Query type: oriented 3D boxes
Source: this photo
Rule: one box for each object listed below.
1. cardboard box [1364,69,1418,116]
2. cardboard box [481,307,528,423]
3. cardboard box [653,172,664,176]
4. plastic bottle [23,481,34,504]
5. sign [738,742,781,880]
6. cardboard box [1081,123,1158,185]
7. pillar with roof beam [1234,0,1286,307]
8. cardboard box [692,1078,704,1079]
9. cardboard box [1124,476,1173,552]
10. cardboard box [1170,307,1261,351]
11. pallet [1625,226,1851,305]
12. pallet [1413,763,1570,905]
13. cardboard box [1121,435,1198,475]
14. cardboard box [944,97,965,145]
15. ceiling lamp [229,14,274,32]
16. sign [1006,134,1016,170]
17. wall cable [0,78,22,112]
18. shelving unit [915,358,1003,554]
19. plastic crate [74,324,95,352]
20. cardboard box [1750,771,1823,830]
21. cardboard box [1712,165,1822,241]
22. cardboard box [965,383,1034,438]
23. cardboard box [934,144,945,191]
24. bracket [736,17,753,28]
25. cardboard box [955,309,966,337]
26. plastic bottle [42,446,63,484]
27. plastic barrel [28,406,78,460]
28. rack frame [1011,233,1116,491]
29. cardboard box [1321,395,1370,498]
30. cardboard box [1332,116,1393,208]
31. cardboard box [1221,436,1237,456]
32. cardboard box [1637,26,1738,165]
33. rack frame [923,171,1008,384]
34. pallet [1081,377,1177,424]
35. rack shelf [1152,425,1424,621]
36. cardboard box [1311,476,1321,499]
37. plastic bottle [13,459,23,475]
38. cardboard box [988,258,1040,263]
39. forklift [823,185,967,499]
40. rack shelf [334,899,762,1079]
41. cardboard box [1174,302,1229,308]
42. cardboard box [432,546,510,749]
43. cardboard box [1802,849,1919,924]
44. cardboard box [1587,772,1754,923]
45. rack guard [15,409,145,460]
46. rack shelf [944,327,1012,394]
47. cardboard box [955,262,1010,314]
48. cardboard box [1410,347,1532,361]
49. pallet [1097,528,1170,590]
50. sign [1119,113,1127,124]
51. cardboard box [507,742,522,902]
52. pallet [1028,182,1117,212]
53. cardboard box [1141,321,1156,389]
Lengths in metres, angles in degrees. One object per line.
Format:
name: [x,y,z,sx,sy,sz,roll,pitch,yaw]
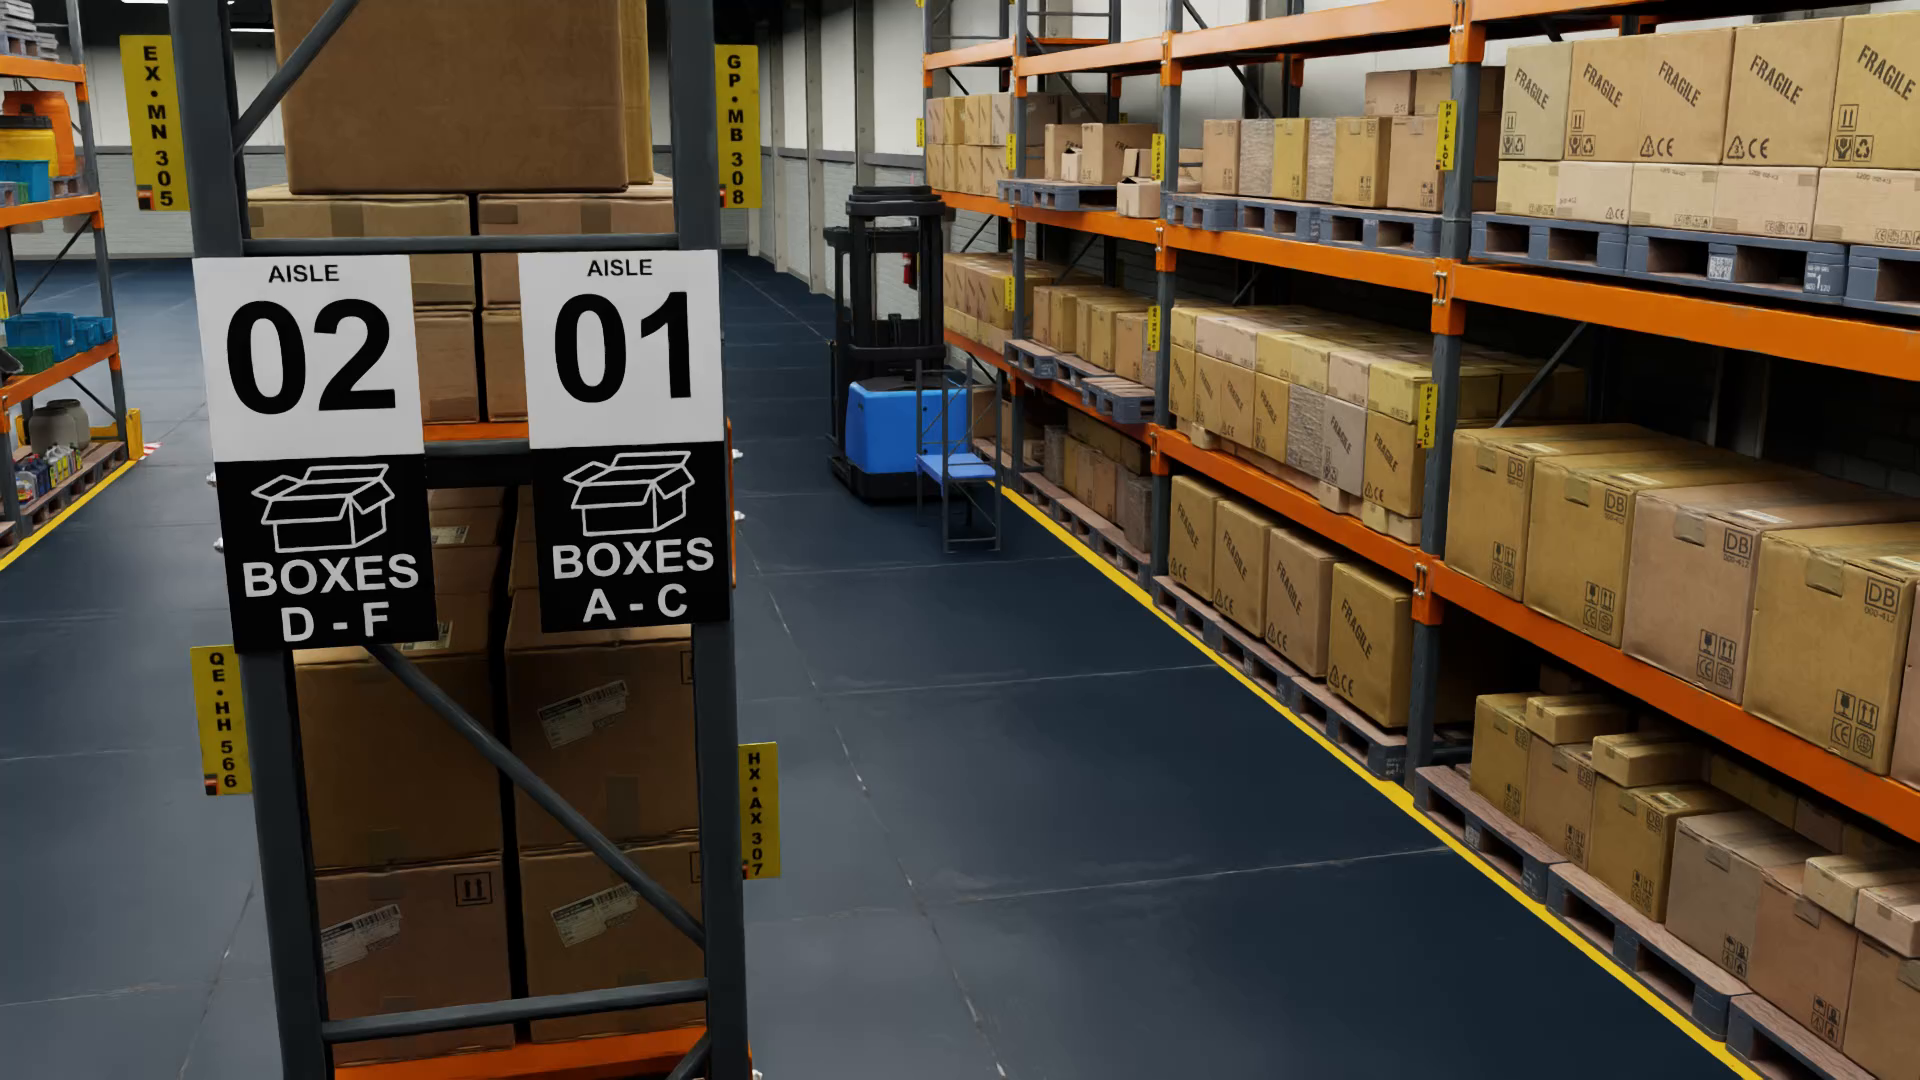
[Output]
cardboard box: [2.664,-2.554,9.524,0.500,0.250,0.500,-4,14,-15]
cardboard box: [-0.861,-0.451,3.949,0.500,0.250,0.500,-3,14,-13]
cardboard box: [-1.203,-1.041,5.308,0.500,0.250,0.500,-3,14,-13]
plastic bottle: [-8.318,-0.426,14.821,0.097,0.201,0.097,0,14,0]
sign: [-0.460,0.615,3.765,0.100,0.325,0.005,-3,14,-13]
cardboard box: [1.349,-3.274,14.092,0.500,0.500,0.500,-4,14,-15]
pillar with roof beam: [-1.701,-4.079,12.162,9.100,9.000,0.400,-3,14,-13]
cardboard box: [-1.074,1.816,5.540,0.500,0.250,0.500,-3,14,-13]
cardboard box: [1.728,-0.219,13.344,0.700,0.500,0.500,-3,14,-12]
cardboard box: [1.811,-1.498,11.778,0.500,0.250,0.500,-3,14,-12]
pallet: [3.352,-1.078,6.384,1.003,0.211,1.213,-3,14,-13]
pallet: [2.990,1.401,8.250,1.003,0.211,1.213,-3,14,-13]
cardboard box: [1.655,-0.719,13.808,0.500,0.250,0.500,-3,14,-12]
cardboard box: [0.123,-4.565,18.111,0.500,0.500,0.500,-3,14,-12]
ceiling lamp: [-17.020,-13.883,39.990,2.000,3.185,0.800,-3,14,-13]
sign: [0.483,-3.656,15.660,0.100,0.325,0.005,-3,14,-13]
wall cable: [-26.765,-13.799,44.782,2.305,6.003,0.169,-3,14,-13]
shelving unit: [-0.020,-0.748,14.330,0.538,1.500,1.048,-3,14,-13]
plastic crate: [-9.006,-2.029,16.724,0.499,0.251,0.408,-3,14,-13]
cardboard box: [3.489,1.054,6.810,0.380,0.149,0.250,-3,14,-13]
cardboard box: [3.146,-1.242,6.090,0.500,0.250,0.500,-4,14,-15]
cardboard box: [0.402,-1.433,18.314,0.700,0.500,0.500,-4,14,-17]
cardboard box: [-0.004,-4.201,18.727,0.500,0.500,0.500,-2,14,-9]
bracket: [-5.614,-13.663,43.805,0.076,0.066,4.783,-3,14,-13]
cardboard box: [0.241,-2.355,18.021,0.500,0.250,0.500,-3,14,-13]
plastic bottle: [-8.552,-0.705,15.647,0.144,0.351,0.185,-3,14,-14]
plastic barrel: [-9.214,-1.082,16.894,0.421,0.512,0.421,0,14,0]
rack frame: [1.008,-1.979,16.209,1.000,3.000,0.127,-3,14,-13]
cardboard box: [2.404,-0.546,9.463,0.500,0.500,0.500,-3,14,-13]
cardboard box: [2.594,-2.187,9.601,0.700,0.500,0.500,-4,14,-14]
cardboard box: [2.010,-0.680,11.376,0.380,0.149,0.250,-3,14,-14]
cardboard box: [3.030,-1.723,6.479,0.500,0.500,0.500,-3,14,-13]
rack frame: [0.069,-2.902,19.986,1.000,3.000,0.127,-3,14,-13]
pallet: [1.677,-1.122,13.103,1.213,0.211,1.003,-3,14,-13]
rack shelf: [2.418,-0.246,10.629,1.077,0.370,4.000,-3,14,-13]
cardboard box: [2.321,-0.321,9.906,0.380,0.149,0.250,-3,14,-13]
plastic bottle: [-8.548,-0.555,15.035,0.144,0.351,0.185,-3,14,-13]
cardboard box: [0.621,-2.871,18.551,0.500,0.500,0.500,-4,14,-15]
forklift: [-0.767,-2.120,16.930,1.130,2.935,3.031,-4,14,-14]
rack shelf: [-1.457,0.954,5.718,1.077,0.370,4.000,-3,14,-13]
cardboard box: [1.838,-1.712,12.610,0.380,0.149,0.250,-5,15,-21]
cardboard box: [-1.479,0.328,4.448,0.500,0.500,0.500,-3,14,-12]
cardboard box: [3.297,1.250,6.006,0.380,0.149,0.250,-3,14,-12]
cardboard box: [3.196,1.289,7.212,0.700,0.500,0.500,-3,14,-12]
rack guard: [-9.497,-1.121,17.961,1.175,0.500,0.348,-3,14,-13]
rack shelf: [0.539,-2.091,18.183,1.077,0.370,4.000,-3,14,-13]
cardboard box: [0.243,-2.724,17.950,0.500,0.500,0.500,-3,14,-11]
cardboard box: [2.903,-0.942,9.502,0.500,0.250,0.500,-3,14,-13]
pallet: [1.766,0.118,13.501,1.003,0.211,1.213,-3,14,-13]
sign: [1.547,-3.911,15.875,0.100,0.325,0.005,-3,14,-13]
cardboard box: [-1.482,0.810,4.582,0.500,0.500,0.500,-3,14,-13]
pallet: [1.297,-2.958,14.289,1.213,0.211,1.003,-3,14,-13]
cardboard box: [1.828,-1.427,12.809,0.700,0.500,0.500,-5,15,-20]
